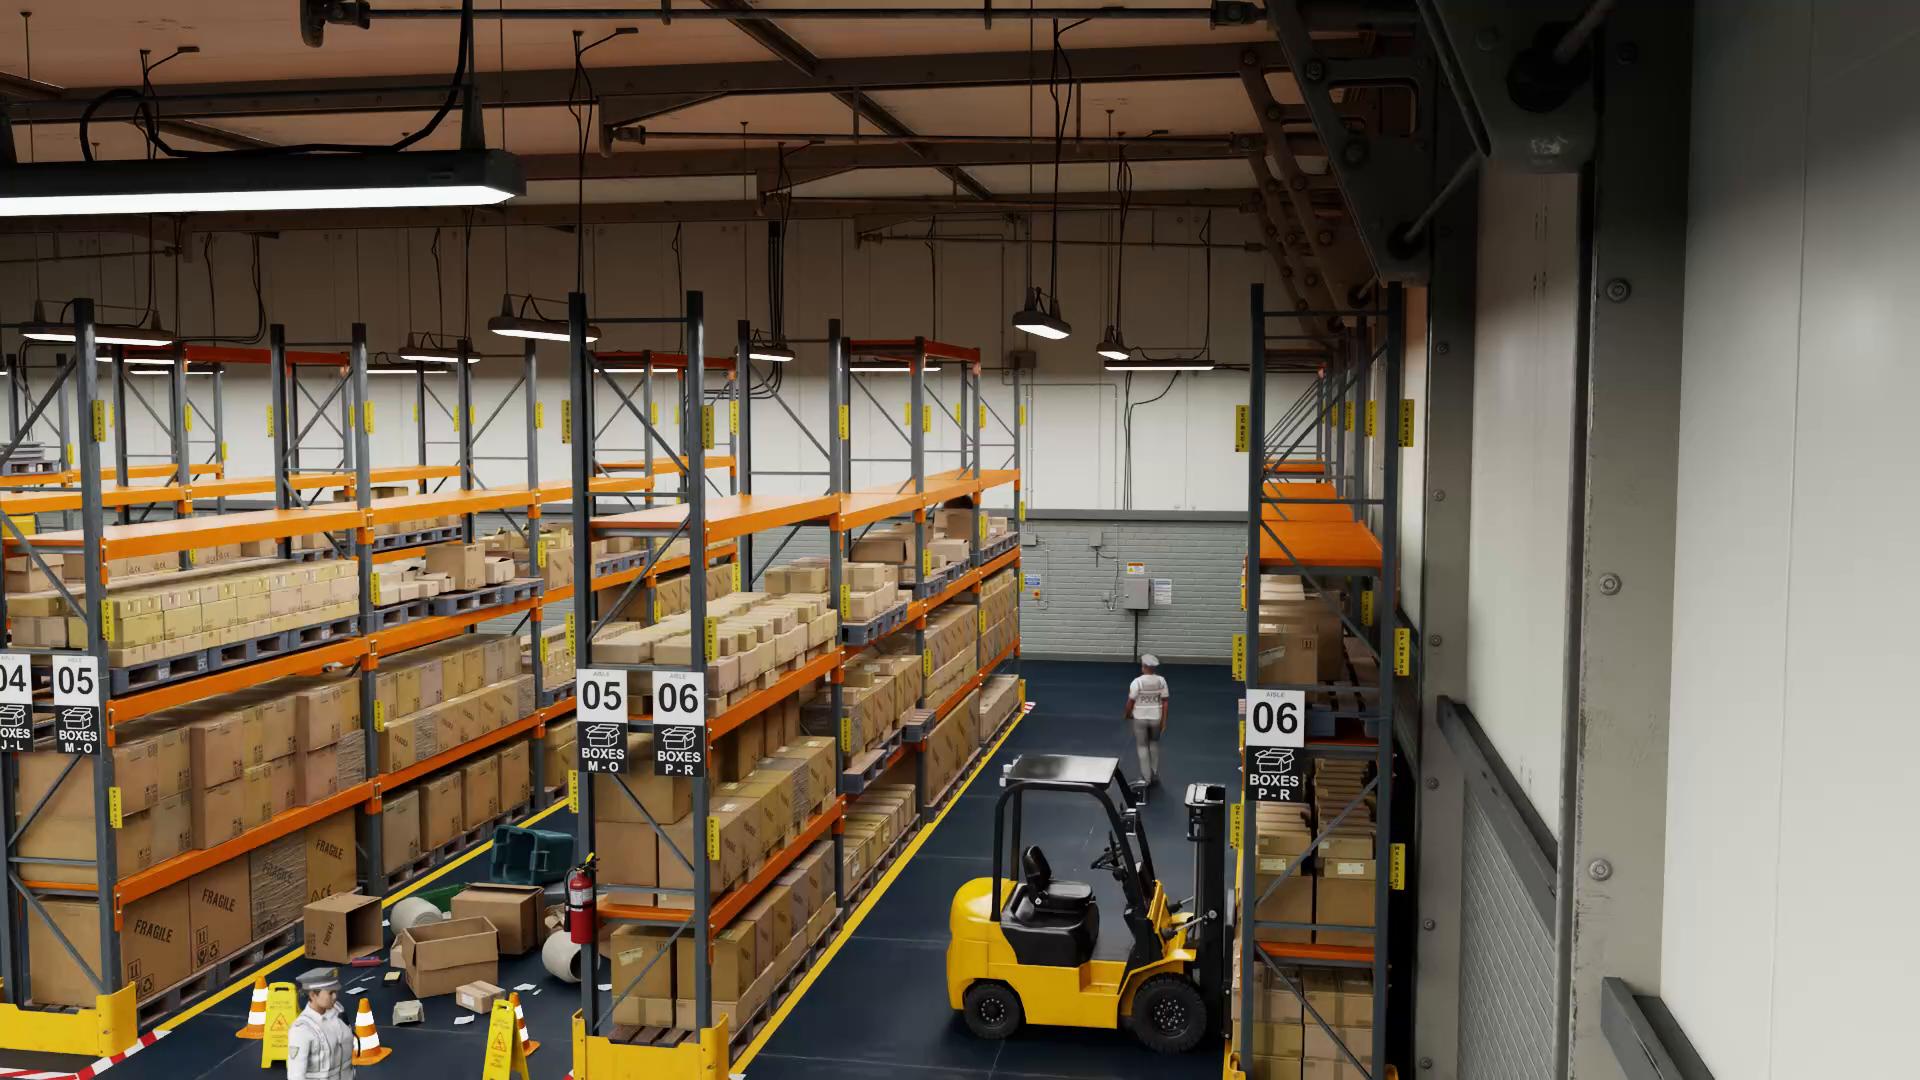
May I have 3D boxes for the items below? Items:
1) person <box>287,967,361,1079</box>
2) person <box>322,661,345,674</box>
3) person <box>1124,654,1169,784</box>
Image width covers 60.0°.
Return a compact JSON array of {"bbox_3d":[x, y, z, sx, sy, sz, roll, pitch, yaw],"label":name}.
[{"bbox_3d":[-3.969,3.490,10.409,0.525,1.672,0.591,2,5,20],"label":"person"},{"bbox_3d":[-8.763,2.517,23.303,0.410,1.745,0.570,3,6,35],"label":"person"},{"bbox_3d":[2.554,2.462,22.702,0.573,1.821,0.595,-1,5,-9],"label":"person"}]
